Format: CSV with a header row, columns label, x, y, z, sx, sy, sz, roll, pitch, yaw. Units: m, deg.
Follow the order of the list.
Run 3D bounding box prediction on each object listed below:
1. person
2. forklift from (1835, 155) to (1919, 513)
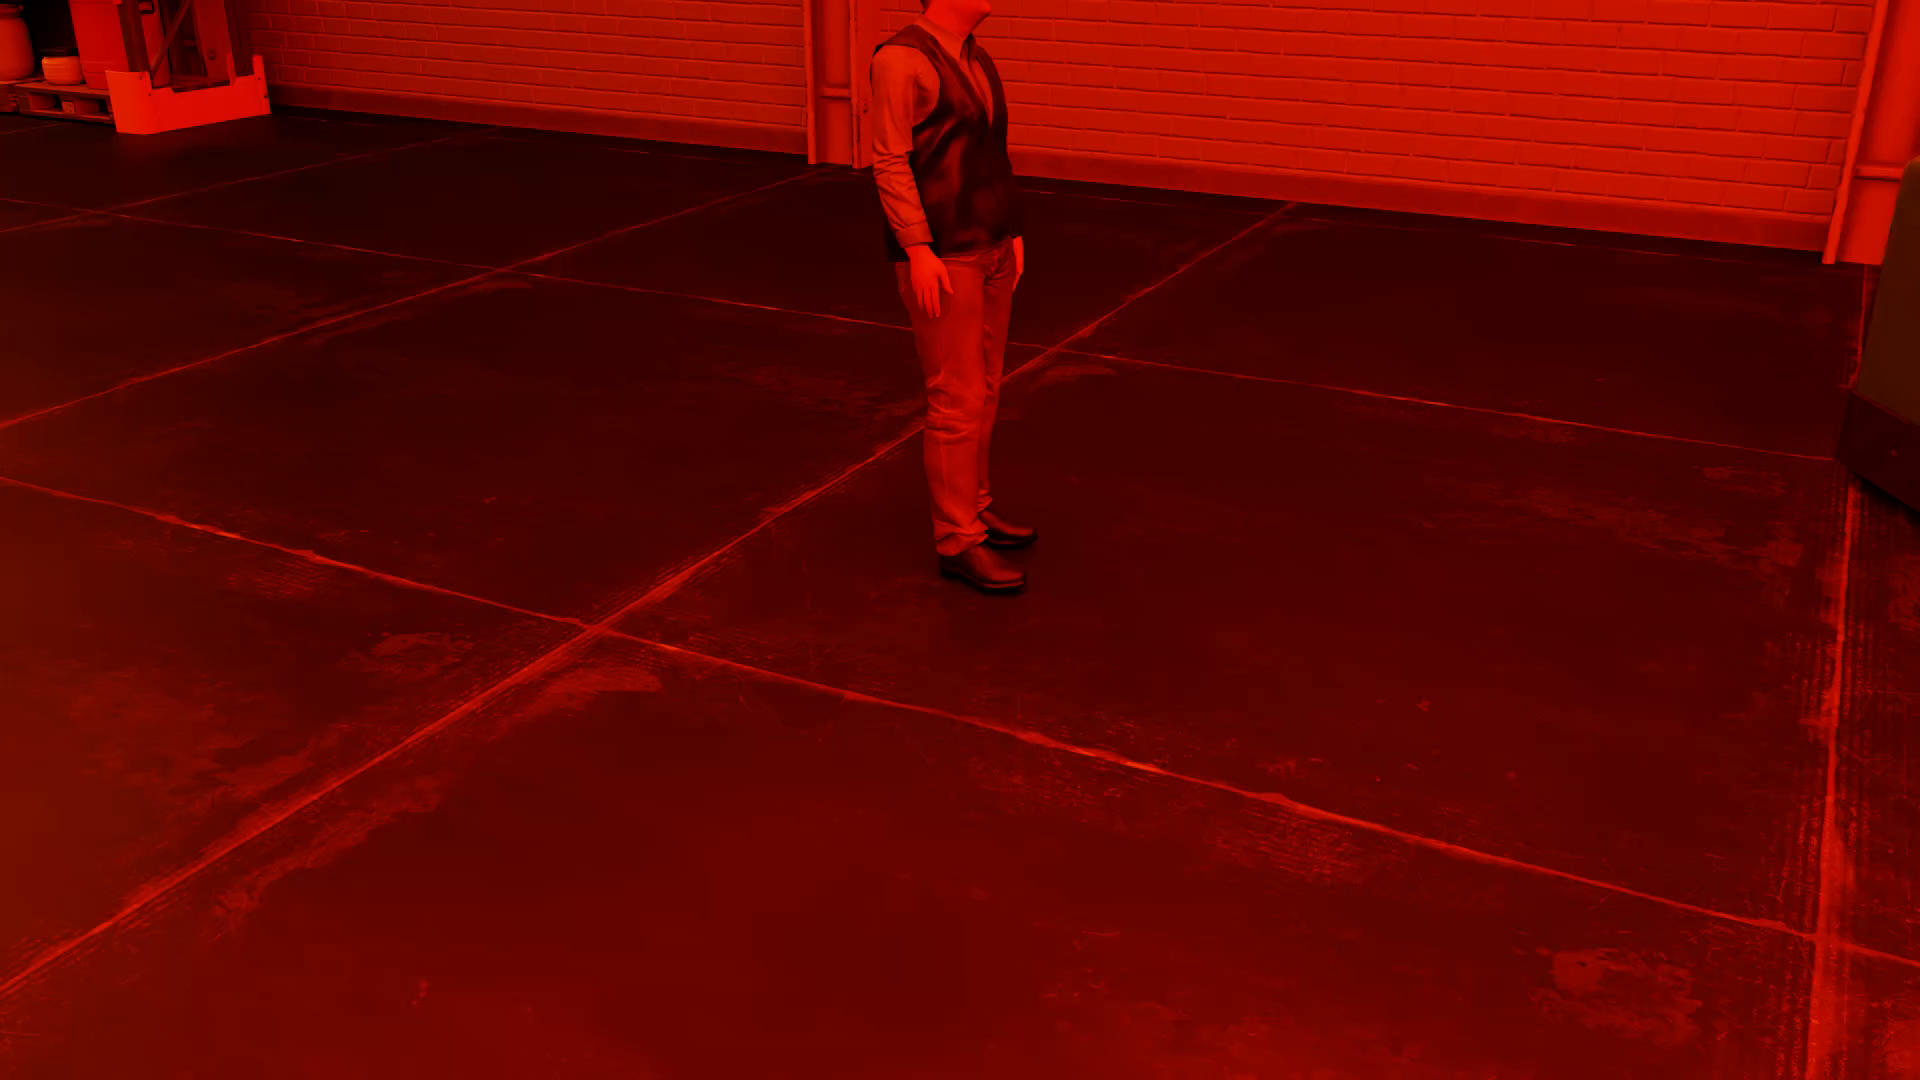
label,x,y,z,sx,sy,sz,roll,pitch,yaw
person,0.053,-0.786,4.695,0.566,1.722,0.633,11,25,25
forklift,4.437,-1.408,4.631,3.031,2.935,1.130,-1,23,-3
